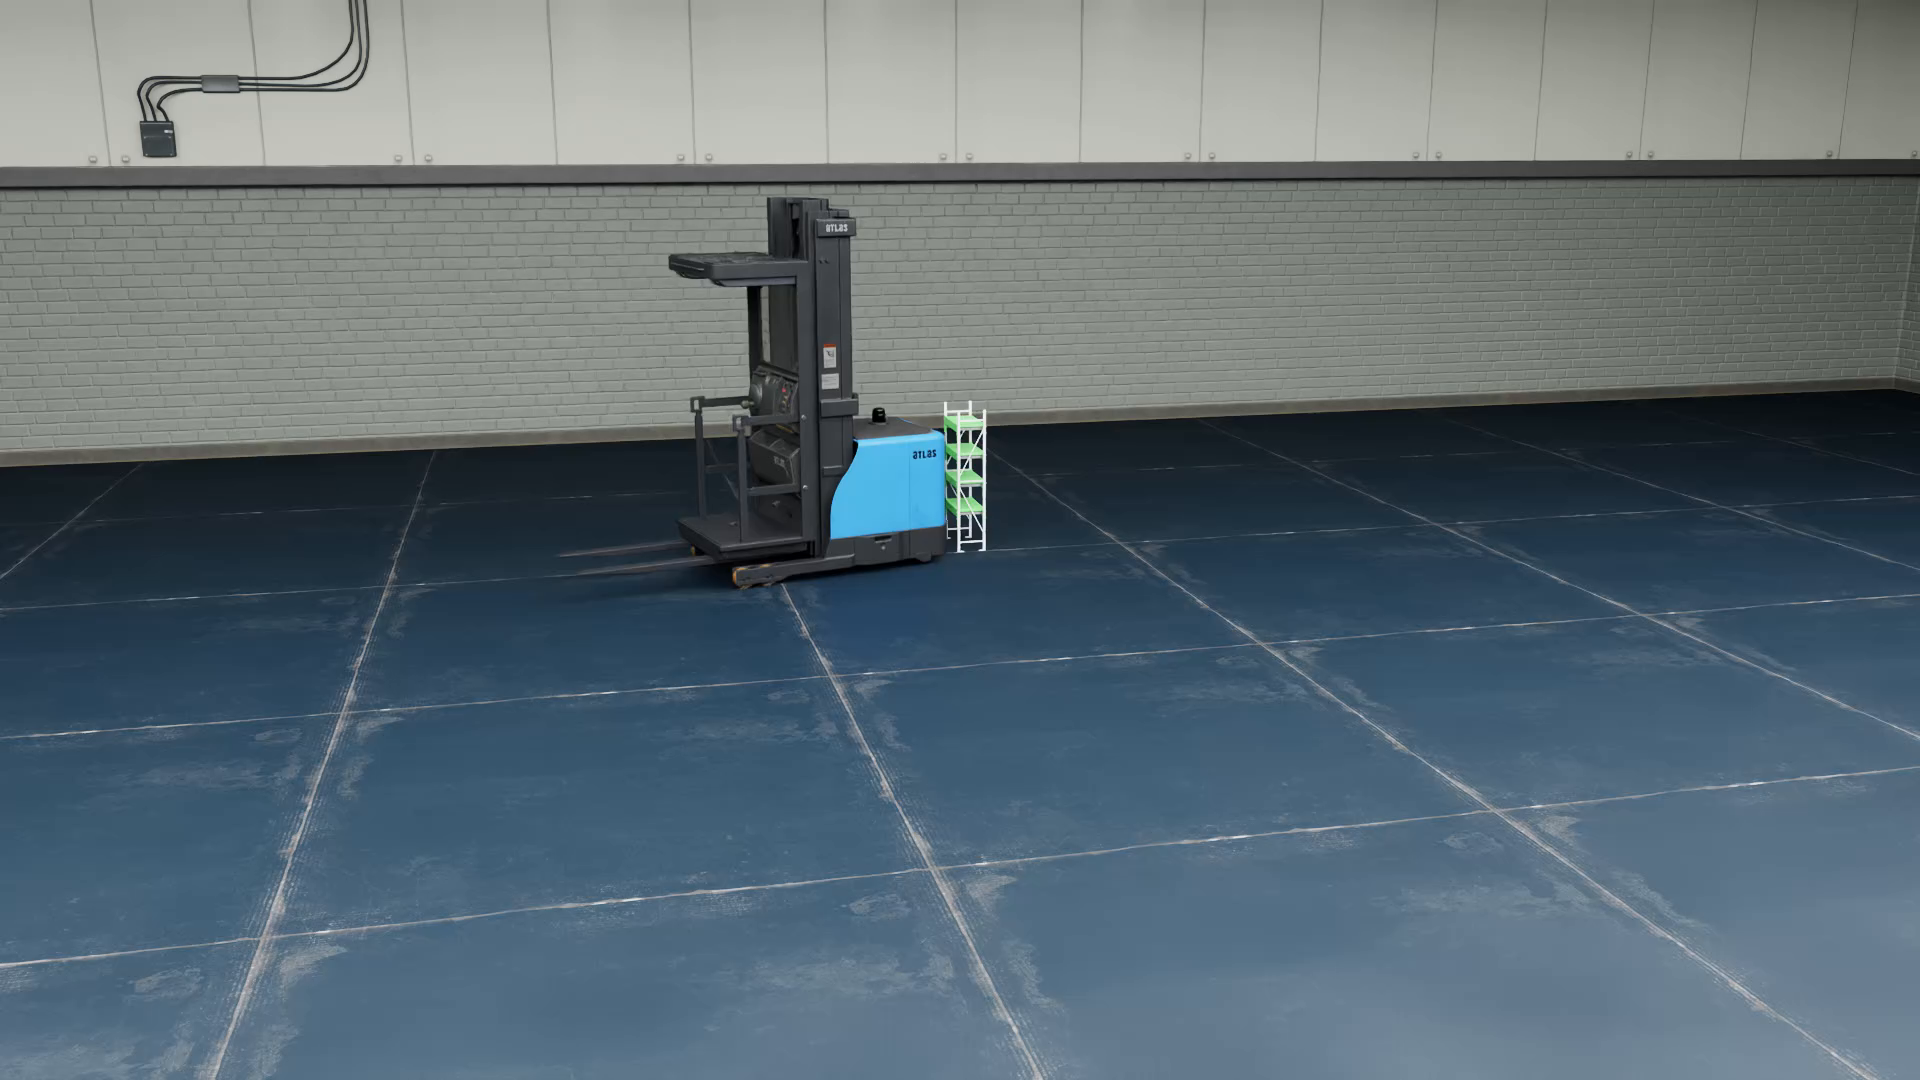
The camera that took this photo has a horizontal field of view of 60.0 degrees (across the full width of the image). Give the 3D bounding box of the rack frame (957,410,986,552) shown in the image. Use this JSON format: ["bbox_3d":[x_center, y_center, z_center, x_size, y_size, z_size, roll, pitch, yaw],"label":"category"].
[{"bbox_3d":[0.096,-0.488,13.898,0.240,1.200,0.015,-3,14,-13],"label":"rack frame"}]

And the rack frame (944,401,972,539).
[{"bbox_3d":[-0.018,-0.601,14.359,0.240,1.200,0.015,-3,14,-13],"label":"rack frame"}]

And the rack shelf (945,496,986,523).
[{"bbox_3d":[0.039,-0.249,14.200,0.258,0.148,0.480,-3,14,-13],"label":"rack shelf"}]

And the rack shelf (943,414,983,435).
[{"bbox_3d":[0.039,-0.949,14.030,0.258,0.148,0.480,-3,14,-13],"label":"rack shelf"}]

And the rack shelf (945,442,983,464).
[{"bbox_3d":[0.039,-0.716,14.087,0.258,0.148,0.480,-3,14,-13],"label":"rack shelf"}]

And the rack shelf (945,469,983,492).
[{"bbox_3d":[0.039,-0.483,14.144,0.258,0.148,0.480,-3,14,-13],"label":"rack shelf"}]

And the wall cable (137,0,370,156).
[{"bbox_3d":[-7.314,-6.948,16.738,2.305,6.003,0.169,-3,14,-13],"label":"wall cable"}]

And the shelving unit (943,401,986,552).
[{"bbox_3d":[0.039,-0.545,14.128,0.258,1.200,0.503,-3,14,-13],"label":"shelving unit"}]

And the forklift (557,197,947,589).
[{"bbox_3d":[-1.658,-1.189,13.116,3.031,2.935,1.130,-7,15,-27],"label":"forklift"}]
